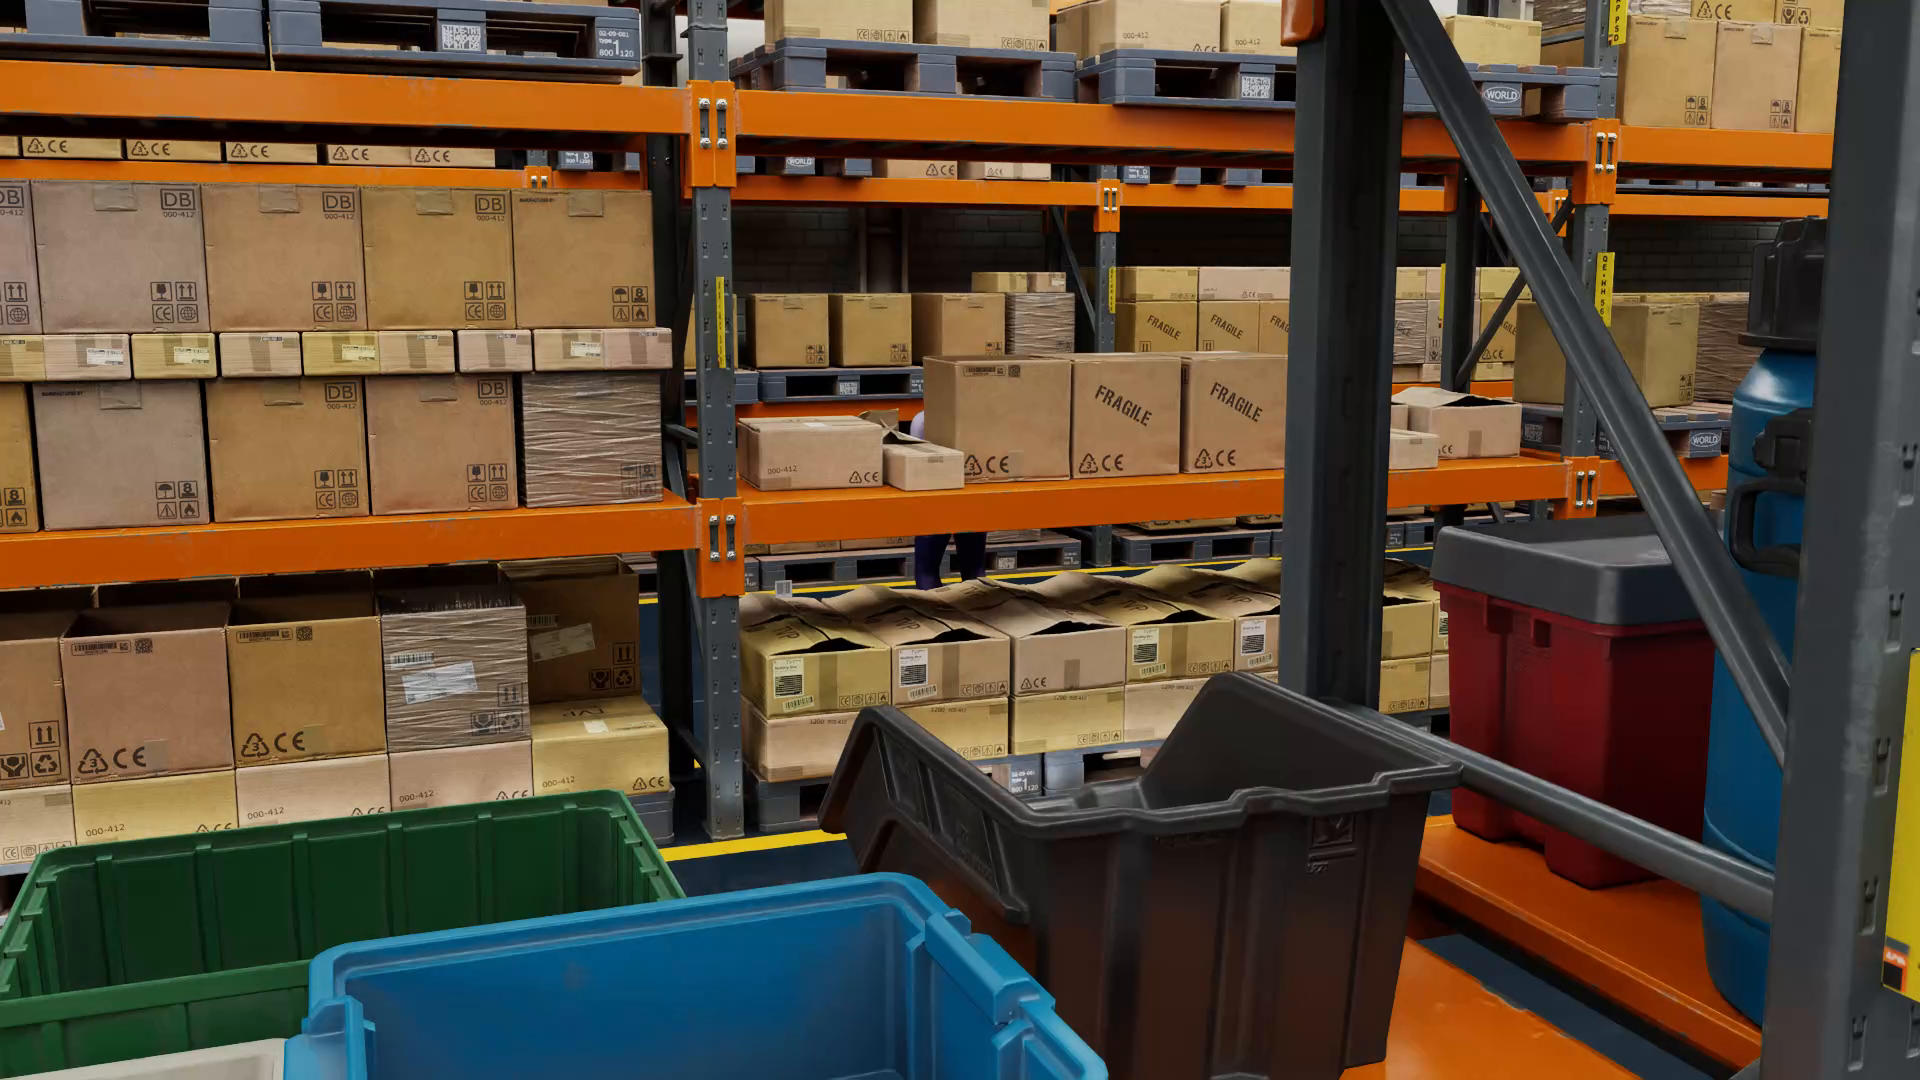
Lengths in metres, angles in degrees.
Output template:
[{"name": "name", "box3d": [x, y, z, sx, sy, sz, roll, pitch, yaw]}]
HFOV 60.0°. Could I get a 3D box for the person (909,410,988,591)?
[{"name": "person", "box3d": [-0.057, -0.172, 9.473, 0.562, 1.653, 0.344, -4, 10, -24]}]
